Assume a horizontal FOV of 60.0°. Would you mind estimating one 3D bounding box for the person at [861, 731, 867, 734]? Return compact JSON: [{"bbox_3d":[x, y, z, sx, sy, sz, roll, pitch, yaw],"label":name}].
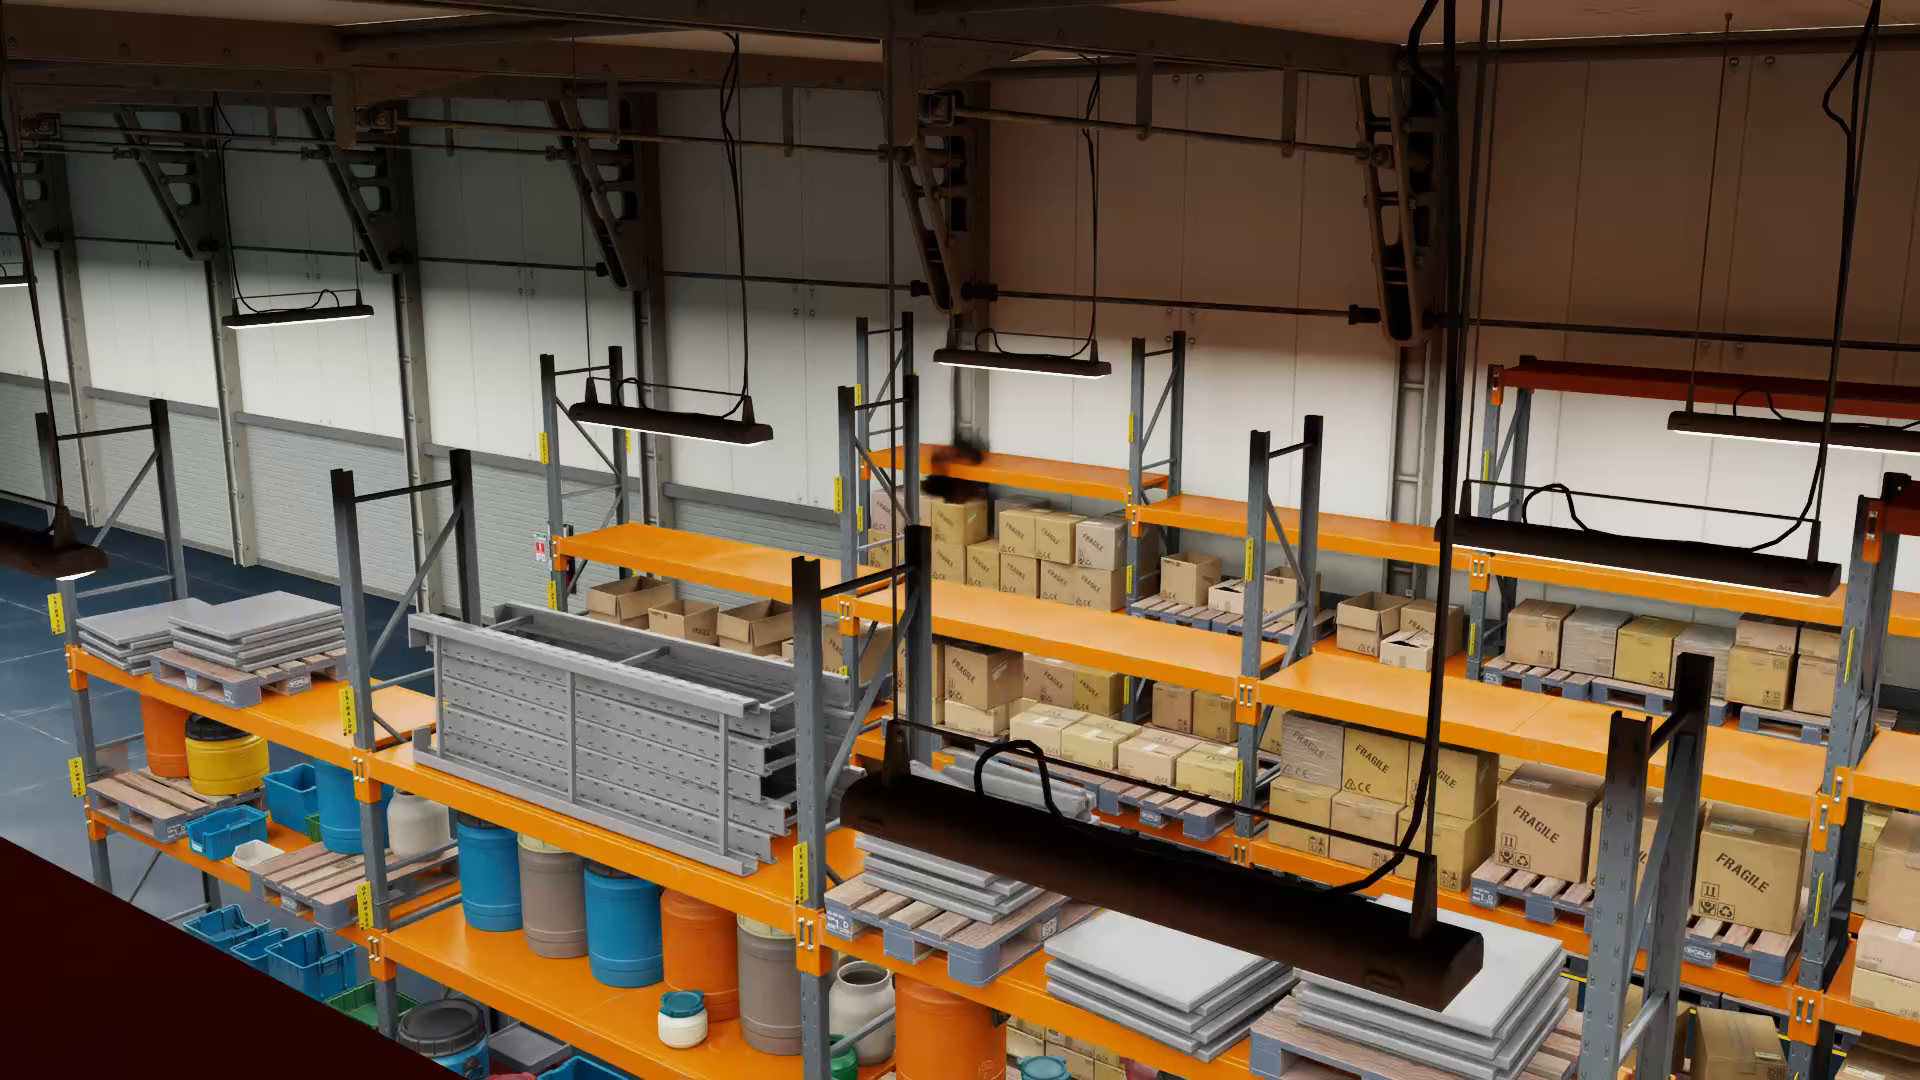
[{"bbox_3d":[-1.095,2.741,18.278,0.950,1.793,0.684,8,15,30],"label":"person"}]
